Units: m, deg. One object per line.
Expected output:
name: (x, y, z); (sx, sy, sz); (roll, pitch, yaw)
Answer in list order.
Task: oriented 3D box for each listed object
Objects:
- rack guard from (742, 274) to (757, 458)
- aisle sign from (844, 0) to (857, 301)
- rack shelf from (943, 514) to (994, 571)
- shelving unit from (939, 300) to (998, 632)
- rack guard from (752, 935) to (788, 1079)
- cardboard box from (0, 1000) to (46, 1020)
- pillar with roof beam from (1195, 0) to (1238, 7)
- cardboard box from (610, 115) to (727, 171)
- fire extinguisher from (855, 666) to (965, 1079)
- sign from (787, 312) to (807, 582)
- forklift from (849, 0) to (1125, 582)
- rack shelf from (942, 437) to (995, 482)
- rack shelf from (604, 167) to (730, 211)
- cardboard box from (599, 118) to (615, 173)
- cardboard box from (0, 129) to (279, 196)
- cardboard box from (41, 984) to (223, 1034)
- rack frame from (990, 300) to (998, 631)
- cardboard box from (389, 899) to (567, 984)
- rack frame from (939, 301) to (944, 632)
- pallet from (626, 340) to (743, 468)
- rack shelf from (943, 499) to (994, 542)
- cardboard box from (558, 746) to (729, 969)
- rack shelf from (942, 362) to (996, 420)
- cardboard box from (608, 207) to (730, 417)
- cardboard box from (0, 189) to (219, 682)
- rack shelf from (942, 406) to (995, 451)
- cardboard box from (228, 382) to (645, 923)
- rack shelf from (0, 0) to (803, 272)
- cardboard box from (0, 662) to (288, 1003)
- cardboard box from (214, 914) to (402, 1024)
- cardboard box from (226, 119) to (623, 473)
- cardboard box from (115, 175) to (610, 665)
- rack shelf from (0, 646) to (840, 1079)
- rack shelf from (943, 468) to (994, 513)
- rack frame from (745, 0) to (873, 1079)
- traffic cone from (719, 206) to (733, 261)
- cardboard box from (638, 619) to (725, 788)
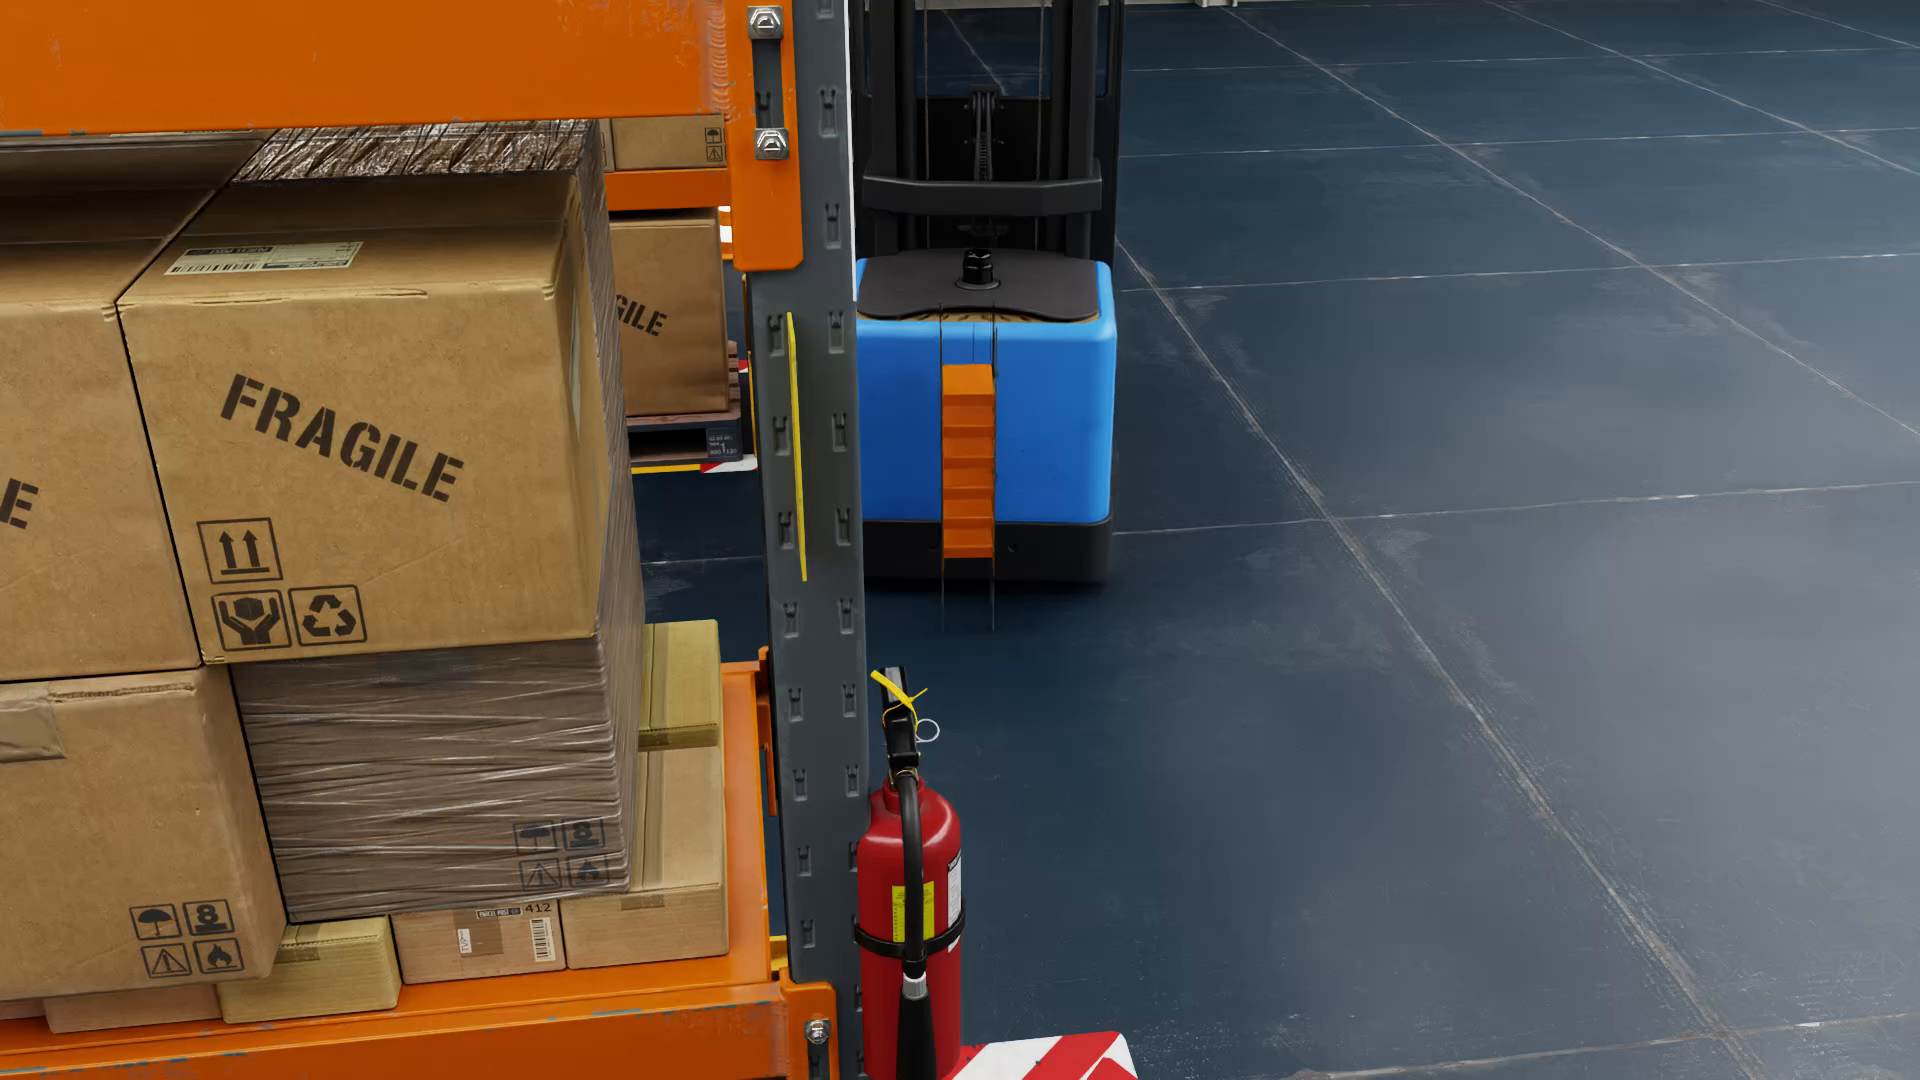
rack guard: (-0.828, -0.848, 7.854); (0.348, 0.500, 1.175); (-4, 27, -7)
aisle sign: (-0.157, -0.734, 2.048); (0.004, 0.787, 0.394); (-4, 27, -7)
rack shelf: (0.027, 0.002, 6.037); (0.180, 0.103, 0.258); (-1, 31, -1)
shelving unit: (0.027, -0.243, 5.892); (0.189, 1.200, 0.258); (-1, 31, -1)
rack guard: (-0.336, 1.408, 3.459); (0.348, 0.500, 1.175); (-4, 27, -7)
cardboard box: (-1.505, 0.575, 2.620); (0.250, 0.149, 0.380); (-4, 27, -7)
pillar with roof beam: (3.390, -7.901, 12.291); (0.400, 9.000, 9.100); (-4, 27, -7)
cardboard box: (-1.212, -1.981, 7.160); (0.550, 0.550, 0.875); (-4, 27, -7)
fire extinguisher: (-0.083, 0.526, 2.524); (0.183, 0.674, 0.296); (-4, 27, -7)
sign: (-0.203, -0.113, 2.070); (0.005, 0.325, 0.100); (-4, 27, -7)
forklift: (0.117, -1.781, 7.011); (1.130, 2.935, 3.031); (1, 27, 2)
rack shelf: (0.027, -0.308, 5.854); (0.180, 0.103, 0.258); (-1, 31, -1)
rack shelf: (-2.832, -1.511, 7.197); (4.000, 0.370, 1.077); (-4, 27, -7)
cardboard box: (-1.754, -1.936, 7.073); (0.550, 0.550, 0.875); (-4, 27, -7)
cardboard box: (-1.339, -0.391, 2.695); (0.500, 0.500, 0.500); (-4, 27, -7)
cardboard box: (-1.252, 0.577, 2.614); (0.250, 0.149, 0.380); (-4, 27, -7)
rack frame: (0.118, -0.244, 5.894); (0.006, 1.200, 0.240); (-1, 31, -1)
cardboard box: (-0.761, 0.529, 2.708); (0.250, 0.149, 0.380); (-4, 27, -7)
rack frame: (-0.065, -0.242, 5.890); (0.006, 1.200, 0.240); (-1, 31, -1)
pallet: (-1.632, -0.631, 7.749); (1.213, 0.211, 1.003); (-4, 27, -7)
rack shelf: (0.027, -0.101, 5.976); (0.180, 0.103, 0.258); (-1, 31, -1)
cardboard box: (-0.514, 0.514, 2.738); (0.250, 0.149, 0.380); (-4, 27, -7)
rack shelf: (0.027, -0.514, 5.731); (0.180, 0.103, 0.258); (-1, 31, -1)
cardboard box: (-1.514, -1.127, 7.527); (0.875, 0.875, 0.875); (-4, 27, -7)
cardboard box: (-1.265, -0.150, 2.226); (0.500, 0.500, 0.500); (-4, 27, -7)
rack shelf: (0.027, -0.411, 5.793); (0.180, 0.103, 0.258); (-1, 31, -1)
cardboard box: (-0.809, 0.136, 2.763); (0.500, 0.500, 0.875); (-4, 27, -7)
rack shelf: (-2.241, -0.597, 2.130); (4.000, 0.370, 1.077); (-4, 27, -7)
cardboard box: (-1.287, 0.222, 2.596); (0.500, 0.500, 0.875); (-4, 27, -7)
cardboard box: (-1.002, 0.569, 2.631); (0.250, 0.149, 0.380); (-4, 27, -7)
cardboard box: (-0.843, -0.419, 2.751); (0.500, 0.500, 0.500); (-4, 27, -7)
cardboard box: (-0.771, -0.184, 2.293); (0.500, 0.500, 0.500); (-4, 27, -7)
rack shelf: (-2.241, 0.738, 2.814); (4.000, 0.370, 1.077); (-4, 27, -7)
rack shelf: (0.027, -0.205, 5.915); (0.180, 0.103, 0.258); (-1, 31, -1)
rack frame: (-0.261, 0.289, 2.901); (0.053, 2.616, 0.949); (-4, 27, -7)
traffic cone: (-1.396, -1.970, 10.083); (0.334, 0.463, 0.336); (-4, 27, -7)
cardboard box: (-0.576, 0.313, 3.130); (0.250, 0.149, 0.380); (-4, 27, -7)
